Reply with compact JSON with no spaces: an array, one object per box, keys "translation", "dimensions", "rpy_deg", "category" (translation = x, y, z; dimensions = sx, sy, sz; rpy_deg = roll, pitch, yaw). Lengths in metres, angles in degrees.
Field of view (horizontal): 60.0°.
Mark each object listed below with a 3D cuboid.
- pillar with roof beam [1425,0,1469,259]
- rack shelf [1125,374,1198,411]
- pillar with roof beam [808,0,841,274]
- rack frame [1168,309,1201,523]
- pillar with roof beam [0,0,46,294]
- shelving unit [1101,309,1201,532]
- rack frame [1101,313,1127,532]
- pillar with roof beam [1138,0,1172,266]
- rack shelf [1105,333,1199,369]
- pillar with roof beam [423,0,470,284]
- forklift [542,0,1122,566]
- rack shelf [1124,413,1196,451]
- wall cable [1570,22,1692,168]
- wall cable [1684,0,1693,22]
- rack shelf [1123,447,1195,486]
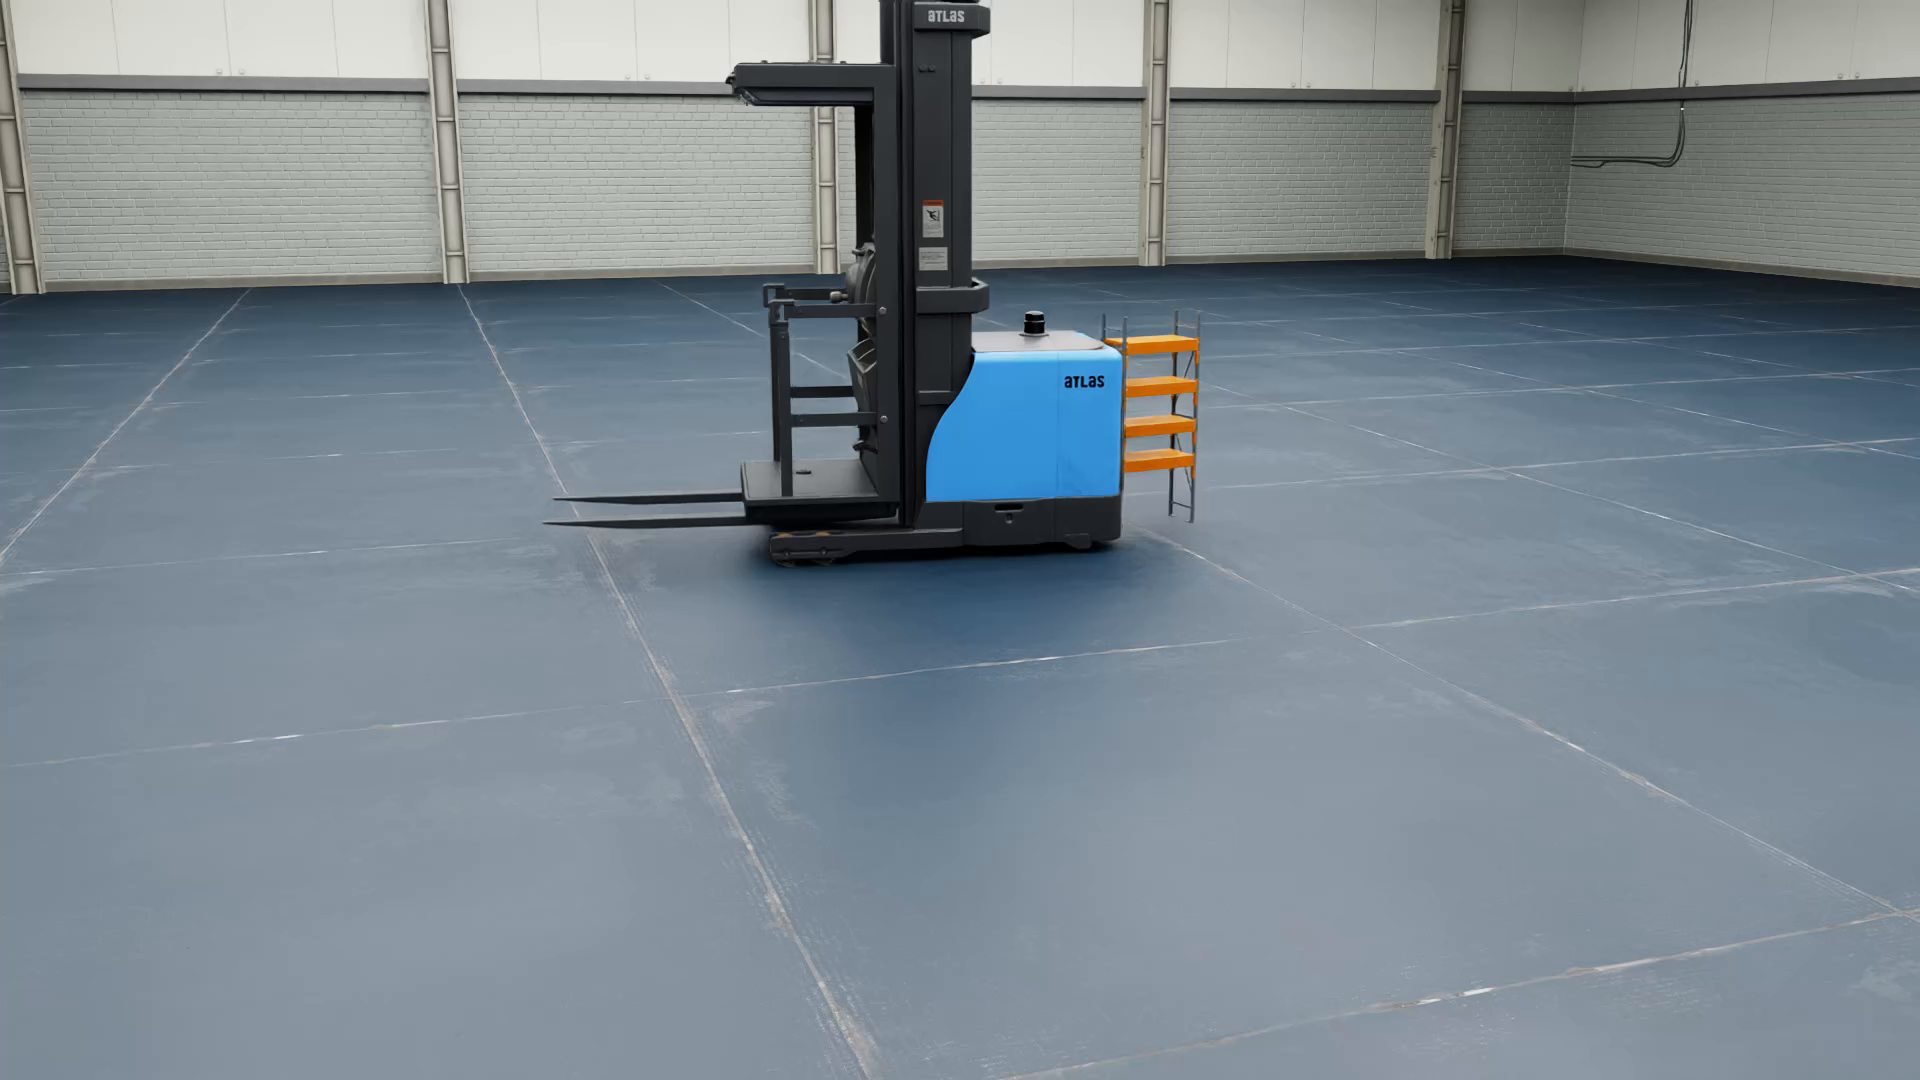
[{"translation":[10.502,-8.818,26.768],"dimensions":[0.400,9.000,9.100],"rpy_deg":[-4,14,-18],"category":"pillar with roof beam"},{"translation":[1.068,-0.832,9.371],"dimensions":[0.480,0.148,0.258],"rpy_deg":[-7,15,-27],"category":"rack shelf"},{"translation":[-0.871,-7.932,23.045],"dimensions":[0.400,9.000,9.100],"rpy_deg":[-4,14,-18],"category":"pillar with roof beam"},{"translation":[1.284,-0.706,9.517],"dimensions":[0.015,1.200,0.240],"rpy_deg":[-7,15,-27],"category":"rack frame"},{"translation":[-12.245,-7.047,19.322],"dimensions":[0.400,9.000,9.100],"rpy_deg":[-4,14,-18],"category":"pillar with roof beam"},{"translation":[1.068,-0.680,9.407],"dimensions":[0.503,1.200,0.258],"rpy_deg":[-7,15,-27],"category":"shelving unit"},{"translation":[0.851,-0.654,9.298],"dimensions":[0.015,1.200,0.240],"rpy_deg":[-7,15,-27],"category":"rack frame"},{"translation":[4.815,-8.375,24.907],"dimensions":[0.400,9.000,9.100],"rpy_deg":[-4,14,-18],"category":"pillar with roof beam"},{"translation":[1.068,-1.062,9.316],"dimensions":[0.480,0.148,0.258],"rpy_deg":[-7,15,-27],"category":"rack shelf"},{"translation":[-6.558,-7.490,21.183],"dimensions":[0.400,9.000,9.100],"rpy_deg":[-4,14,-18],"category":"pillar with roof beam"},{"translation":[-0.699,-1.424,8.796],"dimensions":[3.031,2.935,1.130],"rpy_deg":[-2,14,-8],"category":"forklift"},{"translation":[1.068,-0.614,9.423],"dimensions":[0.480,0.148,0.258],"rpy_deg":[-7,15,-27],"category":"rack shelf"},{"translation":[12.343,-8.179,30.792],"dimensions":[0.112,2.526,3.097],"rpy_deg":[-4,14,-18],"category":"wall cable"},{"translation":[13.206,-10.043,27.713],"dimensions":[0.112,2.526,3.097],"rpy_deg":[-4,14,-18],"category":"wall cable"},{"translation":[1.068,-0.421,9.469],"dimensions":[0.480,0.148,0.258],"rpy_deg":[-7,15,-27],"category":"rack shelf"}]
